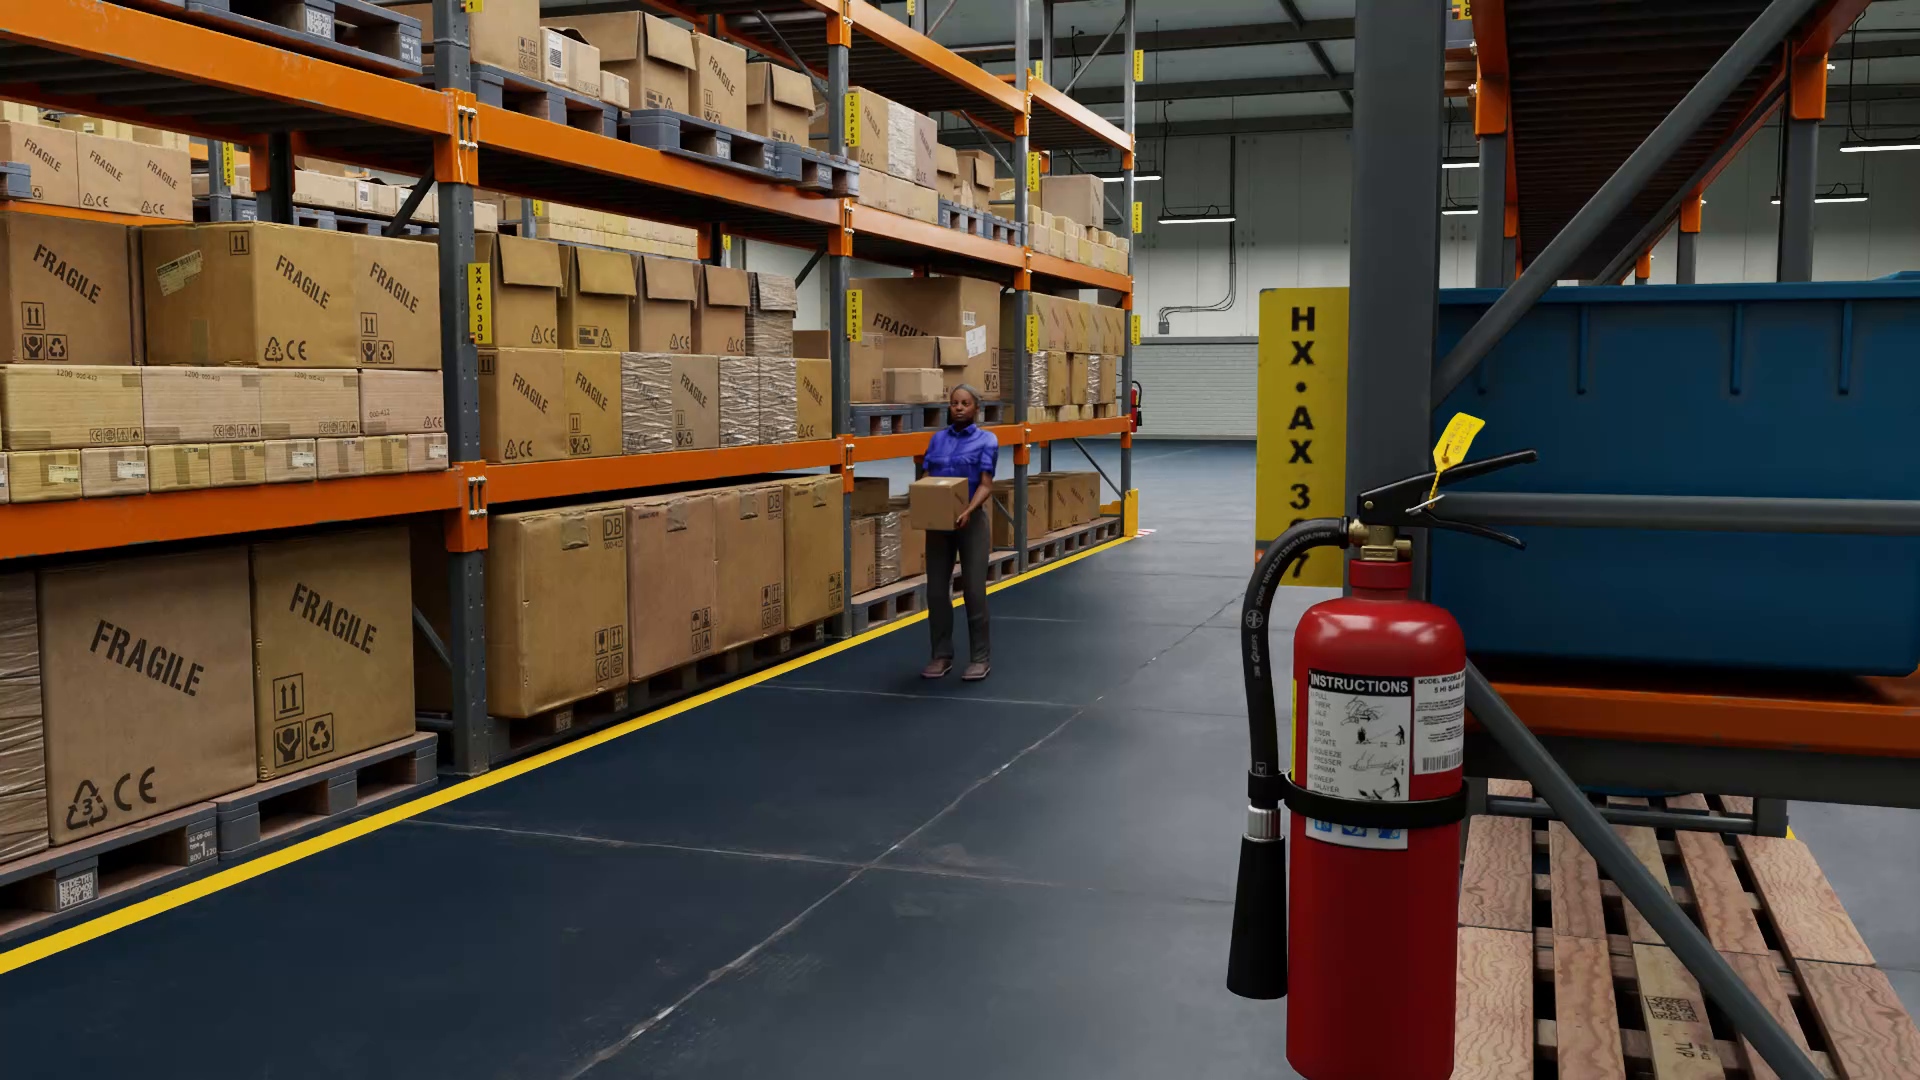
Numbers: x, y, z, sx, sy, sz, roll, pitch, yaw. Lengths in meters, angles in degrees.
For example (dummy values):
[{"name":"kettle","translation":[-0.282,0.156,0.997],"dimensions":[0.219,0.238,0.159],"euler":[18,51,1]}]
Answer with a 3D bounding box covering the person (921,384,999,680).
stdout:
[{"name":"person","translation":[-0.043,-0.044,9.298],"dimensions":[0.451,1.650,0.518],"euler":[2,6,22]}]
